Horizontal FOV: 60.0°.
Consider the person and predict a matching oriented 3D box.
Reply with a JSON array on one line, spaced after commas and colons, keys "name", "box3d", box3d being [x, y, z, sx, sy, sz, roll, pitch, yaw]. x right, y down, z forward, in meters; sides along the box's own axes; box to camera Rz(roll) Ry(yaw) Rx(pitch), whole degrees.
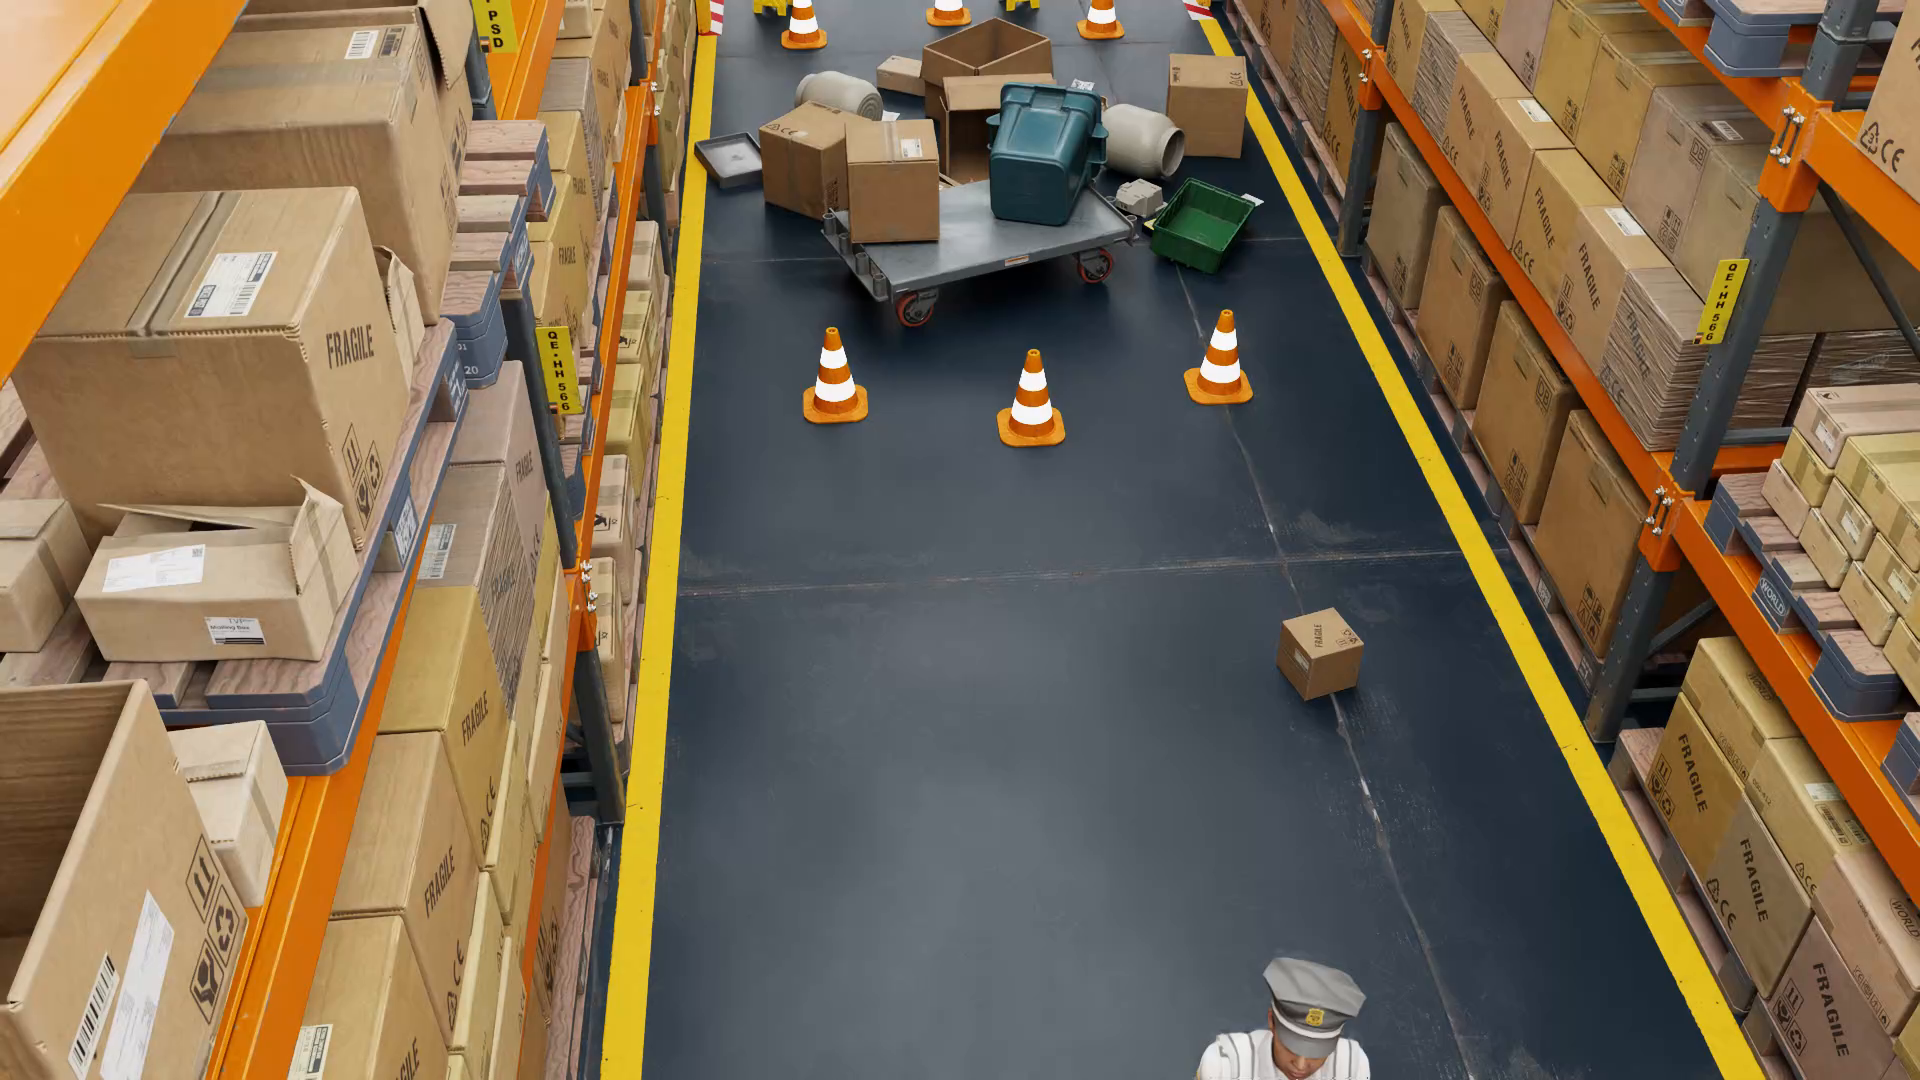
[{"name": "person", "box3d": [0.812, 1.691, 4.458, 0.488, 1.679, 0.553, 1, 39, 1]}]
